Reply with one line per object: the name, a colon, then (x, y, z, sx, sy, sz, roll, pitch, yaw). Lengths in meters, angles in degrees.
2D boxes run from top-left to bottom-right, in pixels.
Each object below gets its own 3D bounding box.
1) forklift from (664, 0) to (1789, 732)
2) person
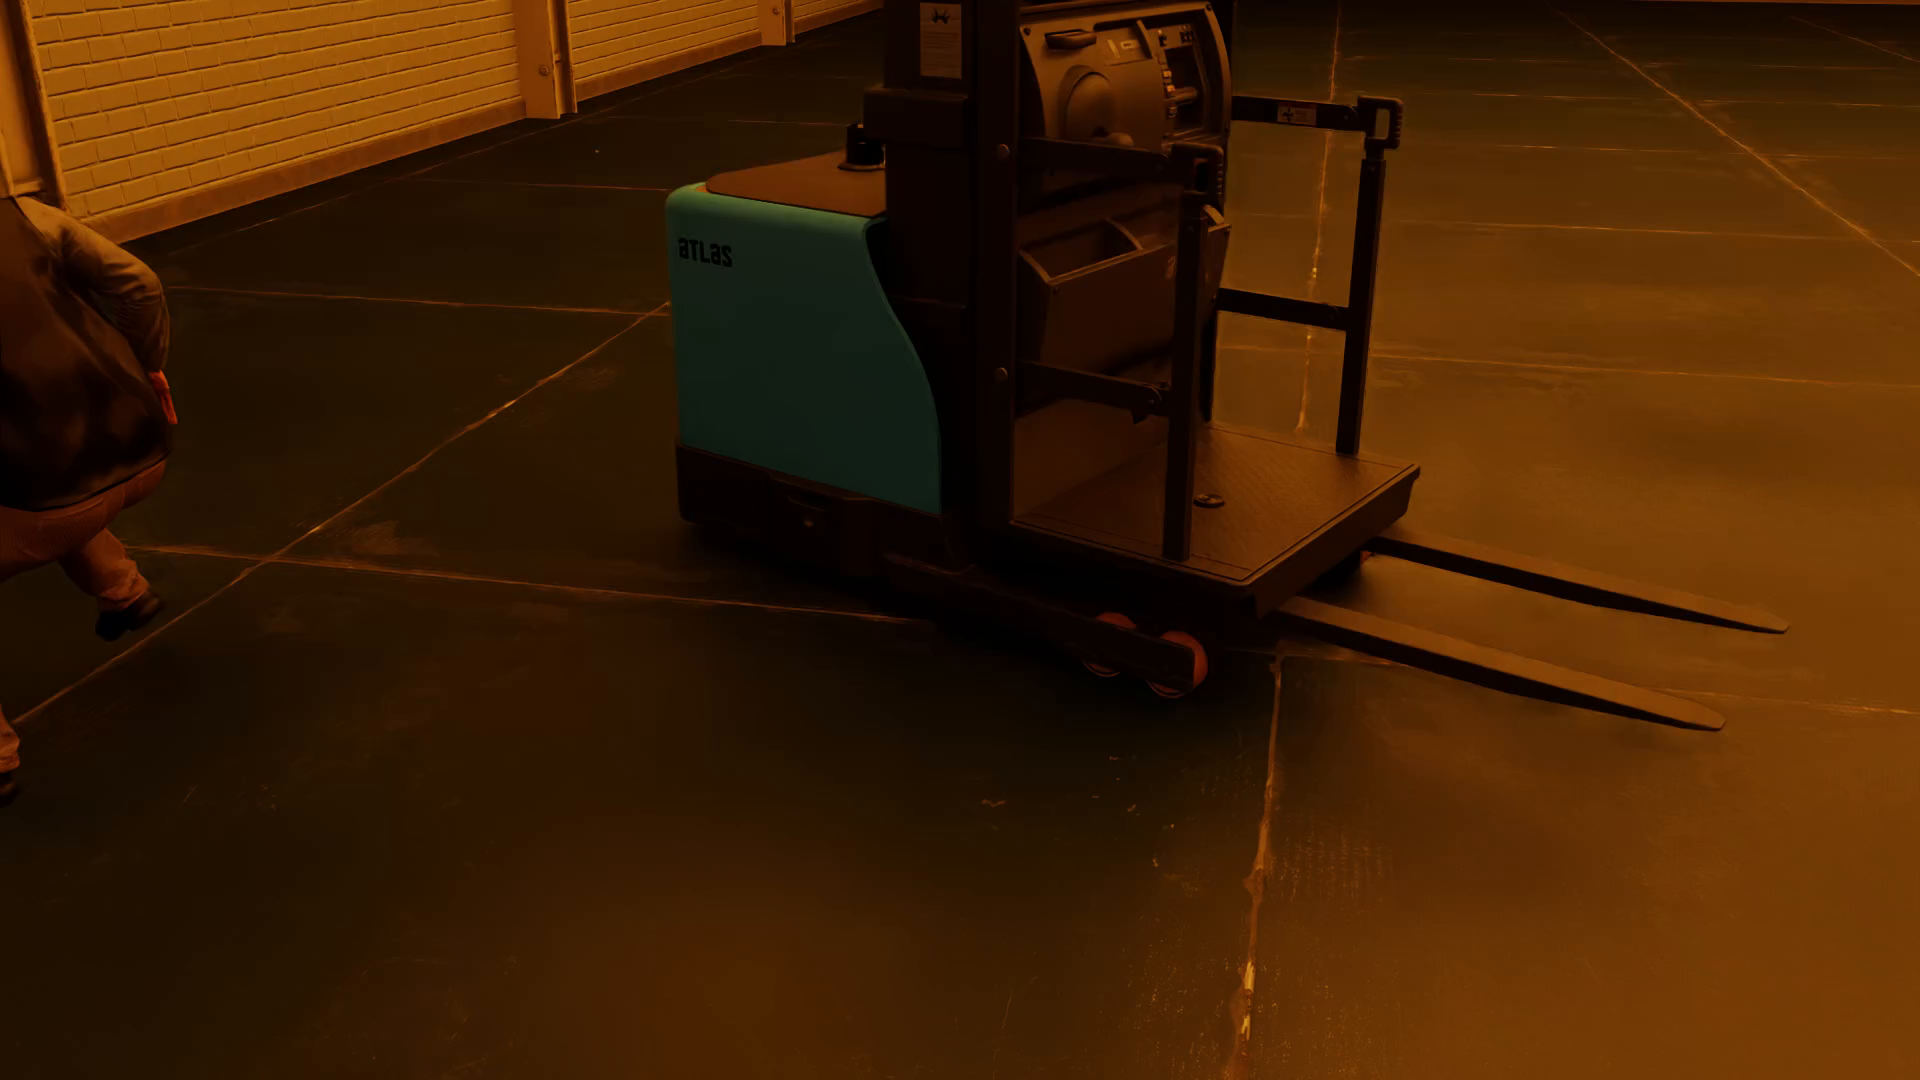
forklift: (0.612, -1.187, 4.178, 3.031, 2.935, 1.130, 16, 27, 34)
person: (-2.171, -0.200, 3.755, 0.667, 1.496, 0.775, 10, 24, 23)
